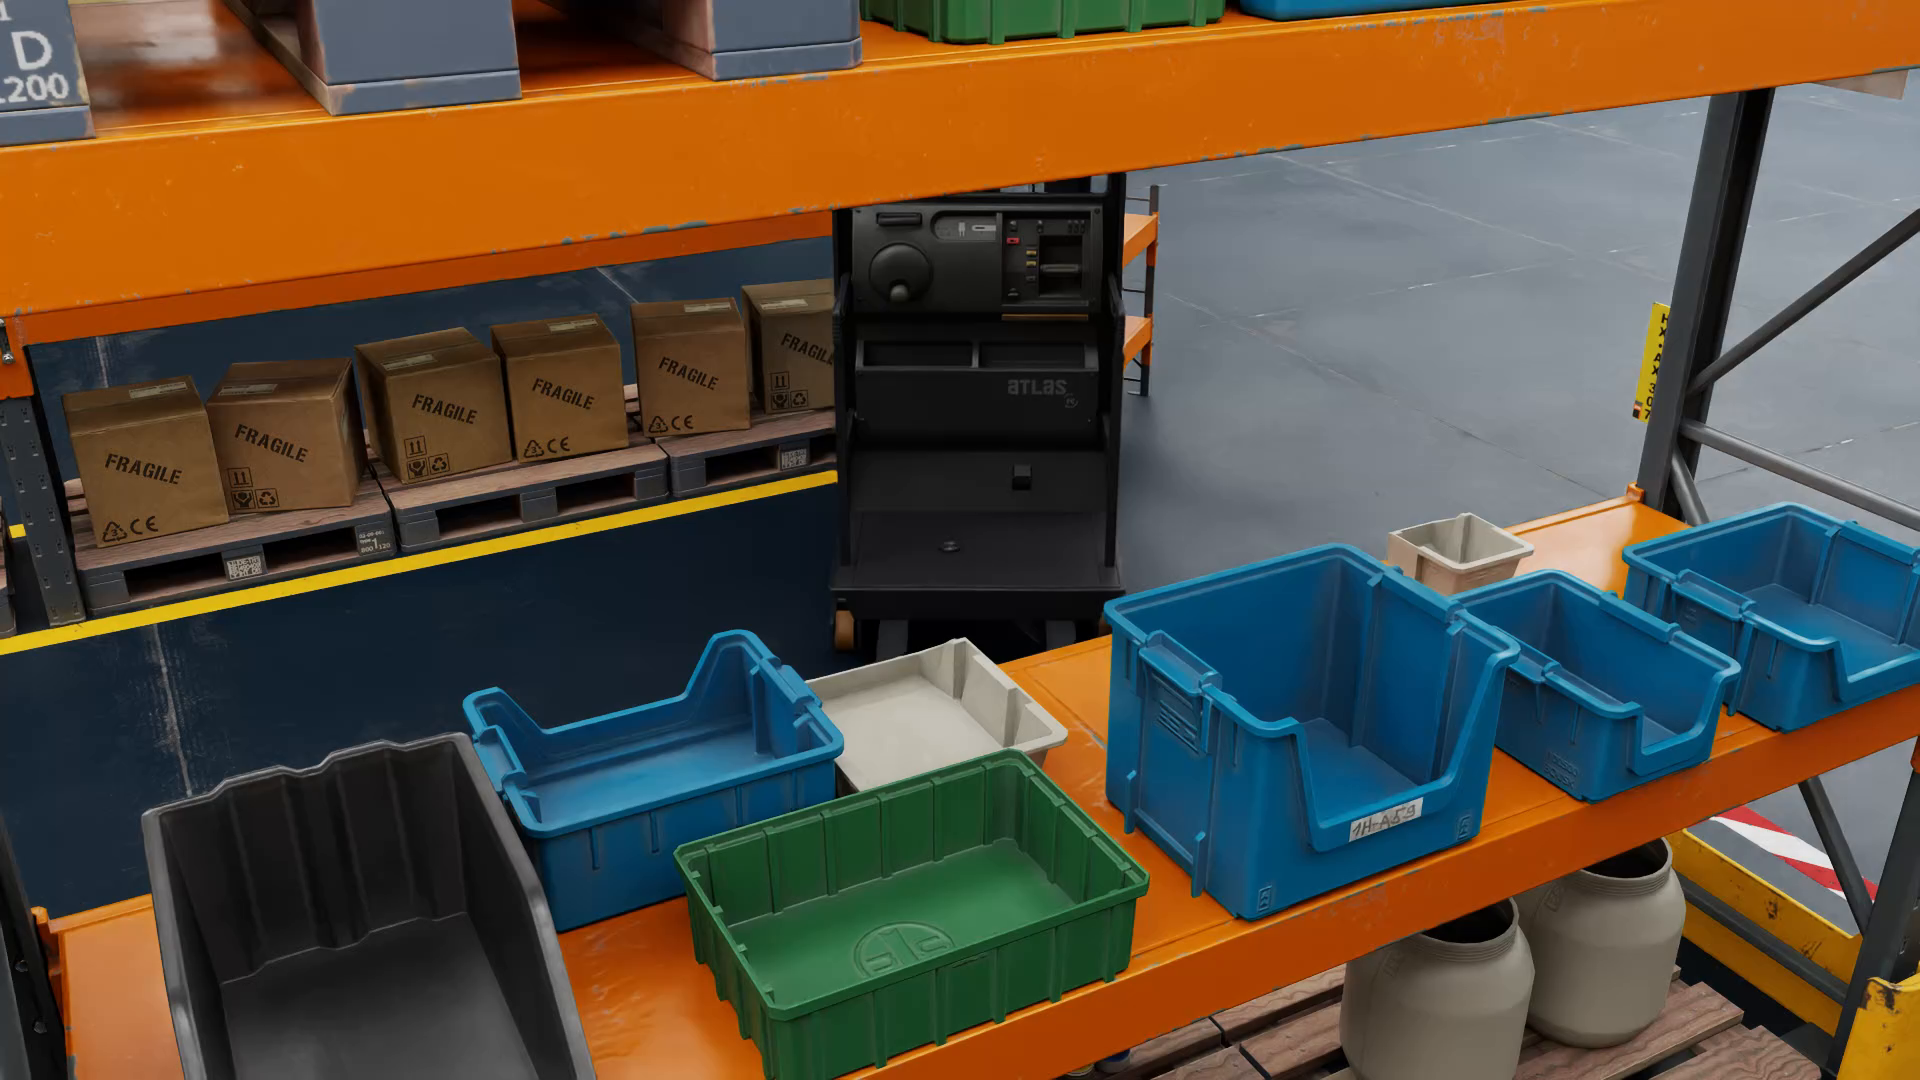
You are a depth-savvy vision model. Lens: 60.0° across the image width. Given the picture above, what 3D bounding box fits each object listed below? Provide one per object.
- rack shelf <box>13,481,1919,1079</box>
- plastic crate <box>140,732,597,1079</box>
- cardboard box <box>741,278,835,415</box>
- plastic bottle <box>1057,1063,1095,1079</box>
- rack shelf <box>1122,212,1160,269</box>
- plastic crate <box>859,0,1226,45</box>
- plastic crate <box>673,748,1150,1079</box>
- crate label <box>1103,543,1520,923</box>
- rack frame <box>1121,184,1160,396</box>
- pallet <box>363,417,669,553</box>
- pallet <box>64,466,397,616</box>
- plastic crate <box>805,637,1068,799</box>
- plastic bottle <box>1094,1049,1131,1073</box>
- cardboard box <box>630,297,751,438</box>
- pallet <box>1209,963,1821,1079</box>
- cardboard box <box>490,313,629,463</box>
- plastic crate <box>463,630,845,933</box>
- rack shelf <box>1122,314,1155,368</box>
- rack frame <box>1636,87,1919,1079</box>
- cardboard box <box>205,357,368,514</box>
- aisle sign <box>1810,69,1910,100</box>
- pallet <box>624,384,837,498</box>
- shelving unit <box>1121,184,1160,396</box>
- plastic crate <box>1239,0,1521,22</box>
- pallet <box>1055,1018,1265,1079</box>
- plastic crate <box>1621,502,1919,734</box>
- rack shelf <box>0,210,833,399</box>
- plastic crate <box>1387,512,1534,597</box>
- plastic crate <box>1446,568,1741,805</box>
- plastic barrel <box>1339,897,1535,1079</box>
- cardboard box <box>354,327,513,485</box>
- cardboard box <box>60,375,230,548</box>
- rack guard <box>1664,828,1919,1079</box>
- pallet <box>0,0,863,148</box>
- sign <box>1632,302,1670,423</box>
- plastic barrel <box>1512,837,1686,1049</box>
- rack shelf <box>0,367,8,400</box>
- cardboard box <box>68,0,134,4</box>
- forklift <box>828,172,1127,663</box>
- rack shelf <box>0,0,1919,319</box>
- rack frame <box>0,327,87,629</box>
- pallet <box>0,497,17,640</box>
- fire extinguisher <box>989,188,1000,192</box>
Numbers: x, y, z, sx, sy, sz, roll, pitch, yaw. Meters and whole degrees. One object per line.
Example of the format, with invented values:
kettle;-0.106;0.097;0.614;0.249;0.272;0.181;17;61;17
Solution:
rack shelf;0.351;0.603;3.360;4.000;0.370;1.077;-13;29;-25
plastic crate;-0.892;0.656;2.490;0.504;0.338;0.767;-13;29;-25
cardboard box;-0.773;-0.962;8.191;0.500;0.500;0.500;-8;27;-16
plastic bottle;0.278;1.206;3.998;0.097;0.201;0.097;0;26;0
rack shelf;0.580;-1.377;8.143;0.538;0.278;1.000;10;27;20
plastic crate;0.107;-0.788;2.205;0.450;0.188;0.336;-13;29;-25
plastic crate;-0.083;0.613;2.753;0.662;0.188;0.450;-13;29;-25
crate label;0.619;0.333;3.049;0.616;0.435;0.502;-13;29;-25
rack frame;0.771;-1.317;8.694;0.500;1.125;0.032;10;27;20
pallet;-2.090;-0.349;7.733;1.213;0.211;1.003;-13;29;-25
pallet;-3.168;-0.099;7.212;1.213;0.211;1.003;-13;29;-25
plastic crate;-0.100;0.377;3.303;0.437;0.136;0.530;-13;29;-25
plastic bottle;0.370;1.153;4.027;0.097;0.271;0.097;0;26;0
cardboard box;-1.285;-0.827;7.910;0.500;0.500;0.500;-6;26;-12
pallet;1.352;1.325;4.246;1.213;0.211;1.003;-13;29;-25
cardboard box;-1.846;-0.707;7.660;0.500;0.500;0.500;-10;27;-20
plastic crate;-0.565;0.424;3.074;0.616;0.251;0.499;-13;29;-25
rack shelf;0.580;-0.893;8.375;0.538;0.278;1.000;10;27;20
rack frame;2.116;-0.129;4.053;0.127;3.000;1.000;-13;29;-25
cardboard box;-2.870;-0.454;7.133;0.500;0.500;0.500;-4;26;-9
aisle sign;2.042;-1.427;3.754;0.004;0.787;0.394;-13;29;-25
pallet;-1.015;-0.596;8.247;1.213;0.211;1.003;-13;29;-25
shelving unit;0.580;-1.114;8.270;0.538;1.125;1.048;10;27;20
plastic crate;0.575;-0.971;2.359;0.575;0.384;0.392;-13;29;-25
pallet;0.277;1.572;3.732;1.213;0.211;1.003;-13;29;-25
plastic crate;1.815;0.154;3.635;0.616;0.251;0.499;-13;29;-25
rack shelf;-1.979;-1.289;7.300;4.000;0.370;1.077;-13;29;-25
plastic crate;1.175;0.049;3.986;0.250;0.136;0.298;-13;29;-25
plastic crate;1.240;0.284;3.364;0.408;0.251;0.499;-13;29;-25
plastic barrel;1.129;1.069;3.948;0.421;0.512;0.421;0;26;0
cardboard box;-2.360;-0.610;7.459;0.500;0.500;0.500;-16;30;-30
cardboard box;-3.372;-0.334;6.884;0.500;0.500;0.500;-14;29;-27
rack guard;2.071;1.031;4.524;0.348;0.500;1.175;-13;29;-25
pallet;-0.823;-0.766;2.131;1.003;0.211;1.213;-13;29;-25
sign;1.861;-0.465;4.432;0.005;0.325;0.100;-13;29;-25
plastic barrel;1.571;0.967;4.160;0.421;0.512;0.421;0;26;0
rack shelf;-5.509;-0.474;5.603;4.000;0.370;1.077;-13;29;-25
cardboard box;-3.227;-1.830;5.982;0.500;0.500;0.500;-13;29;-25
forklift;0.066;-1.024;5.995;1.130;2.935;3.031;0;26;0
rack shelf;0.351;-0.749;2.711;4.000;0.370;1.077;-13;29;-25
rack frame;-3.744;-1.206;6.296;0.127;3.000;1.000;-13;29;-25
pallet;-4.430;0.210;6.568;1.213;0.211;1.003;-13;29;-25
fire extinguisher;0.103;-1.833;7.691;0.183;0.674;0.296;-13;29;-25
